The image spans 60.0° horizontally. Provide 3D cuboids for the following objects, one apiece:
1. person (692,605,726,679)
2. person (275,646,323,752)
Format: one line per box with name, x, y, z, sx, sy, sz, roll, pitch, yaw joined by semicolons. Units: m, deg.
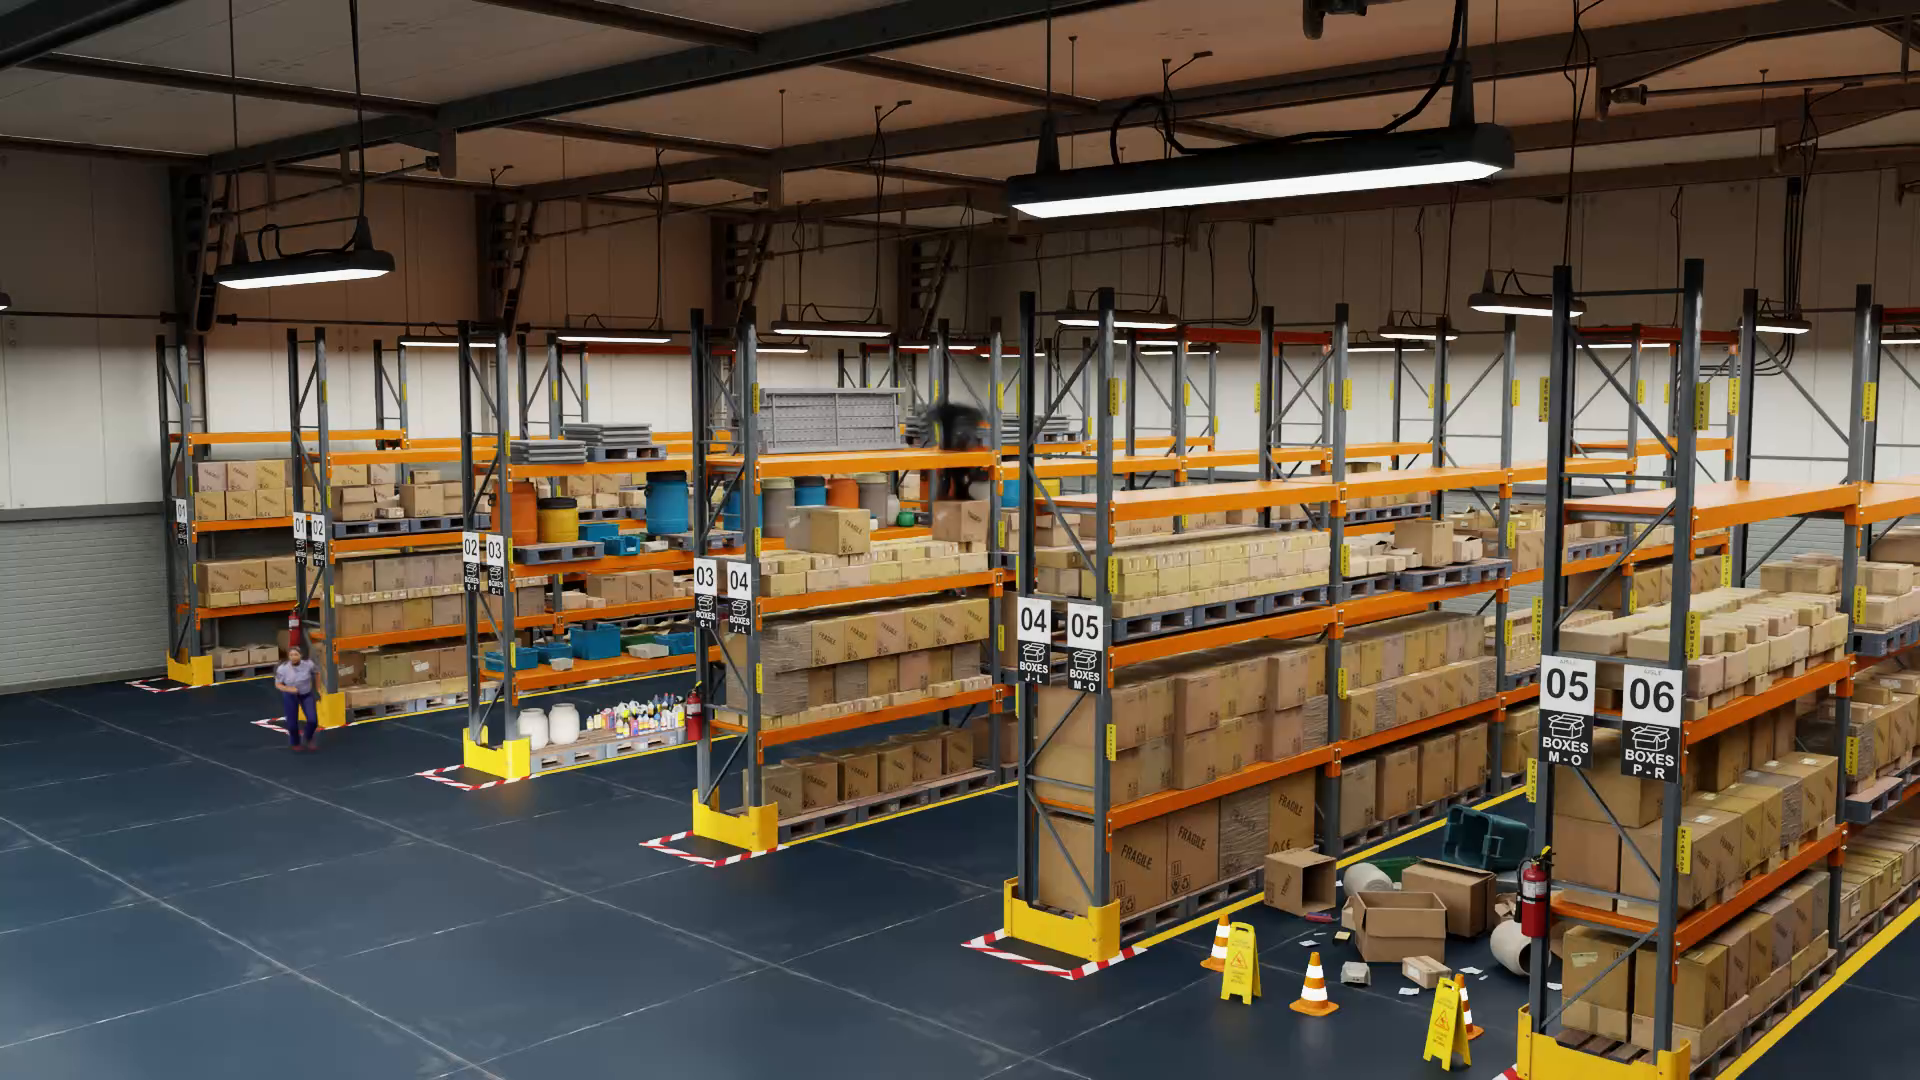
person;-4.297;1.665;28.698;0.558;1.641;0.789;2;6;20
person;-9.202;2.222;23.164;0.614;1.543;0.841;-2;6;-24
